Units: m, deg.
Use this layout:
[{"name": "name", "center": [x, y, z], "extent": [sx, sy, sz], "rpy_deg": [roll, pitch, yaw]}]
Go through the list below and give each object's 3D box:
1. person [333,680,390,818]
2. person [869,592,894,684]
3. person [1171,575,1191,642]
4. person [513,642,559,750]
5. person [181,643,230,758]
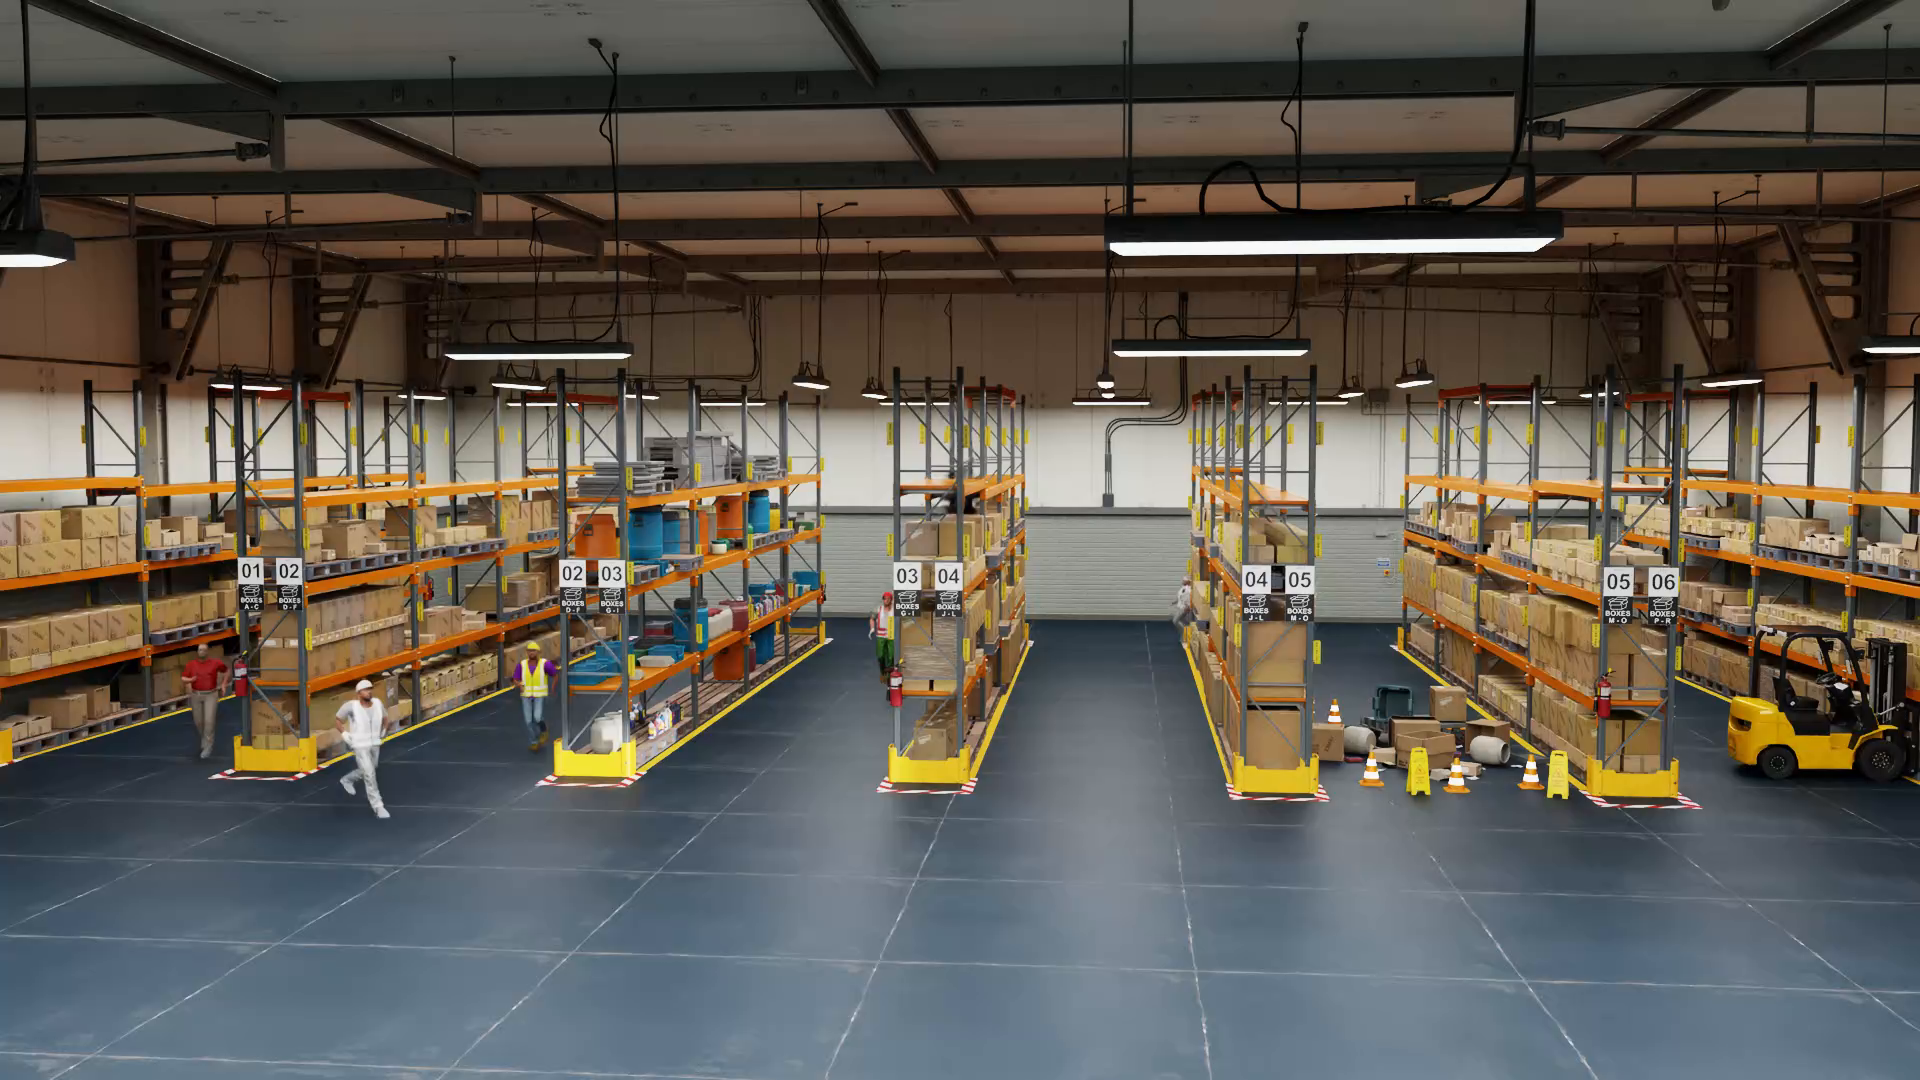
[{"name": "person", "center": [-7.933, 2.752, 22.178], "extent": [1.144, 1.797, 0.650], "rpy_deg": [2, 4, 34]}, {"name": "person", "center": [-1.402, 1.869, 31.546], "extent": [0.664, 1.763, 0.603], "rpy_deg": [0, 4, 1]}, {"name": "person", "center": [5.418, 1.668, 40.367], "extent": [0.555, 1.652, 0.650], "rpy_deg": [-1, 4, -13]}, {"name": "person", "center": [-6.777, 2.492, 26.459], "extent": [0.692, 1.724, 0.582], "rpy_deg": [0, 4, -3]}, {"name": "person", "center": [-11.895, 2.492, 26.179], "extent": [0.657, 1.733, 0.948], "rpy_deg": [-1, 4, -10]}]
